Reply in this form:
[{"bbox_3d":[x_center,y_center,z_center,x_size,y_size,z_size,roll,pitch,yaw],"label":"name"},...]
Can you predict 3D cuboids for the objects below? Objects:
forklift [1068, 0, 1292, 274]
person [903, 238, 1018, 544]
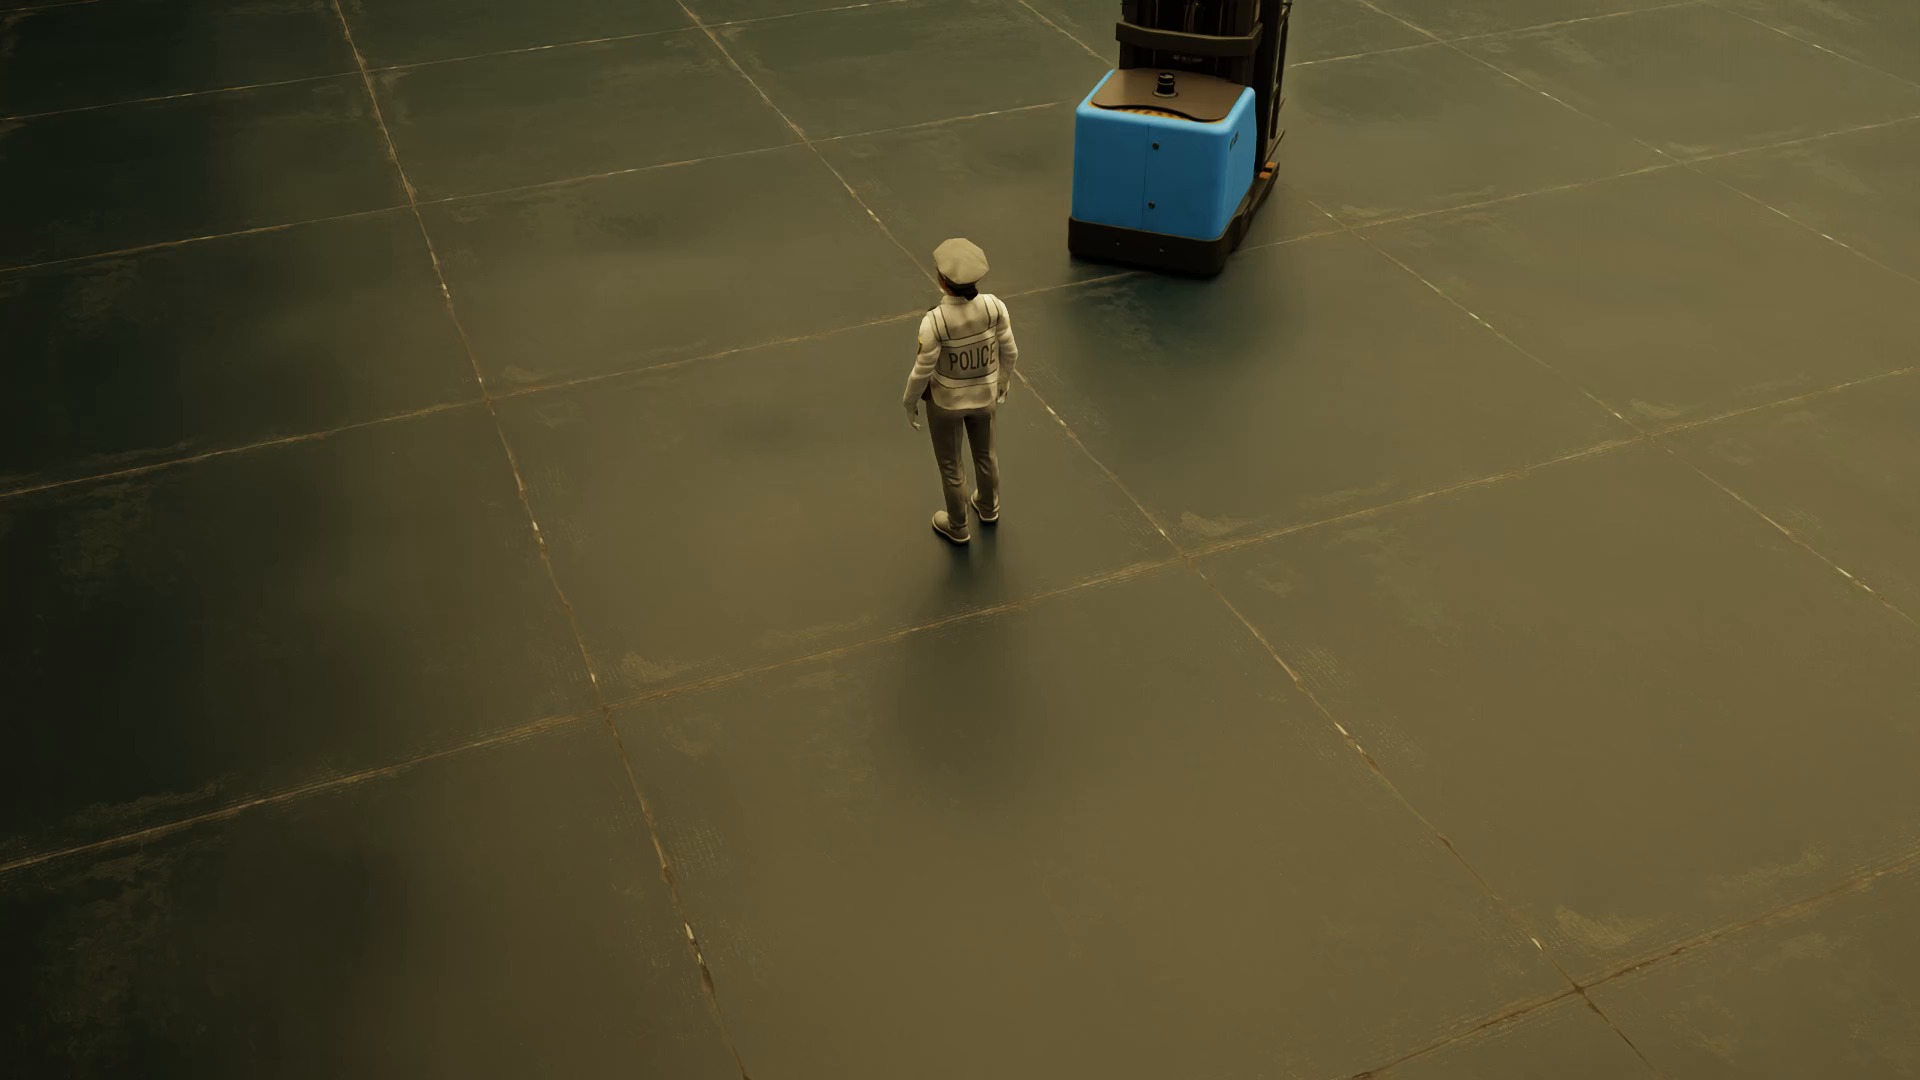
[{"bbox_3d":[1.728,-3.798,11.439,1.130,2.935,3.031,12,37,17],"label":"forklift"},{"bbox_3d":[-0.020,-0.735,8.186,0.587,1.694,0.530,-14,38,-19],"label":"person"}]
